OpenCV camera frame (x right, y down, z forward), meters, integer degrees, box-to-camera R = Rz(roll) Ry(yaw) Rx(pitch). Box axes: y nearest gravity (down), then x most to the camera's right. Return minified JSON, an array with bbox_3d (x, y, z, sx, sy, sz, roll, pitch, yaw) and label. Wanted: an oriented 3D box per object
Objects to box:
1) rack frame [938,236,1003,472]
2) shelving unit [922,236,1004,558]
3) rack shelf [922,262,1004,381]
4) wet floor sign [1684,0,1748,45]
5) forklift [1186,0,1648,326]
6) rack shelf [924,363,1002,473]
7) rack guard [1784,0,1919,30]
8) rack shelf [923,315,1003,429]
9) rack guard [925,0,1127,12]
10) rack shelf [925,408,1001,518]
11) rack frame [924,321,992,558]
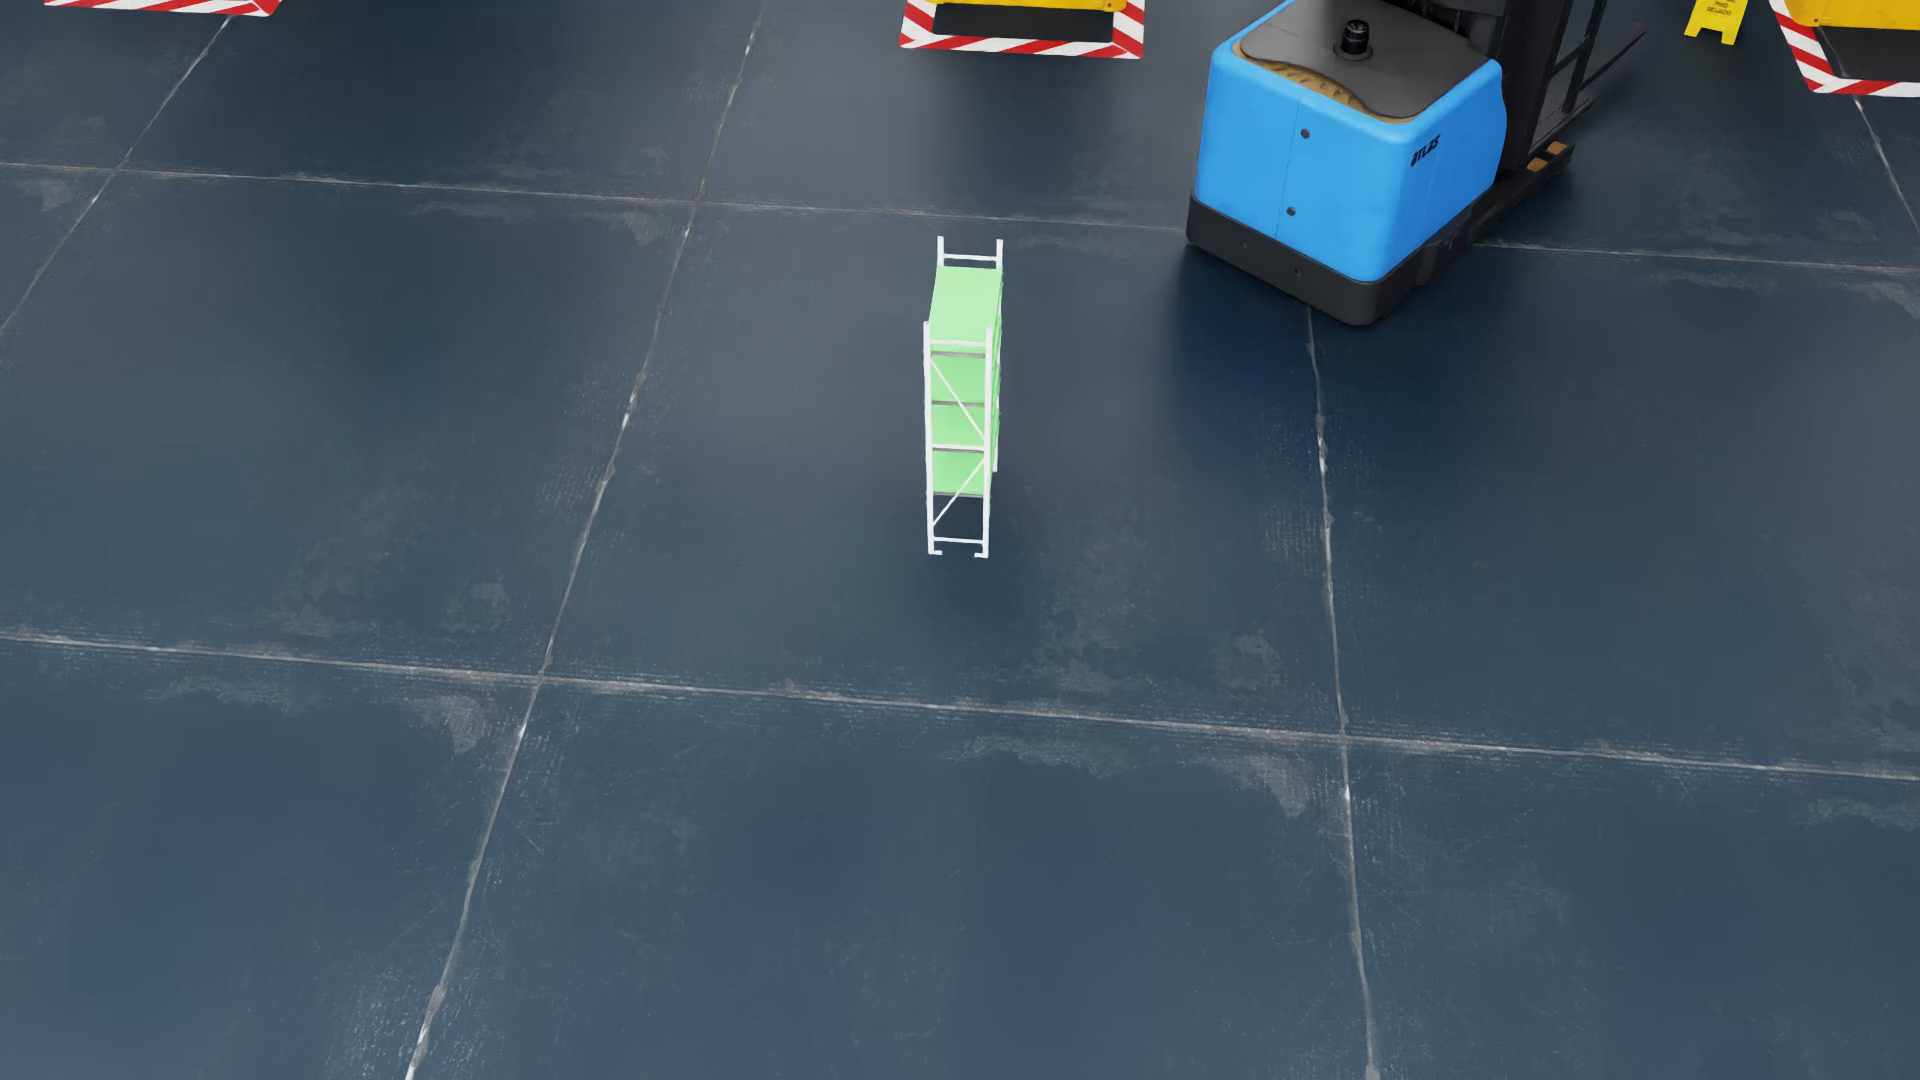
[{"bbox_3d":[0.037,-0.706,6.583,0.240,1.200,0.015,4,48,4],"label":"rack frame"},{"bbox_3d":[0.015,-0.527,6.419,0.258,1.200,0.503,4,48,4],"label":"shelving unit"},{"bbox_3d":[0.015,-0.807,6.111,0.258,0.148,0.480,4,48,4],"label":"rack shelf"},{"bbox_3d":[4.239,-3.093,9.141,0.267,0.644,0.232,19,50,17],"label":"wet floor sign"},{"bbox_3d":[2.452,-2.965,7.476,1.130,2.935,3.031,34,56,27],"label":"forklift"},{"bbox_3d":[0.015,-0.483,6.466,0.258,0.148,0.480,4,48,4],"label":"rack shelf"},{"bbox_3d":[5.328,-3.167,9.308,1.175,0.500,0.348,4,48,4],"label":"rack guard"},{"bbox_3d":[0.015,-0.645,6.289,0.258,0.148,0.480,4,48,4],"label":"rack shelf"},{"bbox_3d":[0.381,-3.352,9.477,1.175,0.500,0.348,4,48,4],"label":"rack guard"},{"bbox_3d":[0.015,-0.321,6.643,0.258,0.148,0.480,4,48,4],"label":"rack shelf"},{"bbox_3d":[-0.007,-0.347,6.255,0.240,1.200,0.015,4,48,4],"label":"rack frame"}]
